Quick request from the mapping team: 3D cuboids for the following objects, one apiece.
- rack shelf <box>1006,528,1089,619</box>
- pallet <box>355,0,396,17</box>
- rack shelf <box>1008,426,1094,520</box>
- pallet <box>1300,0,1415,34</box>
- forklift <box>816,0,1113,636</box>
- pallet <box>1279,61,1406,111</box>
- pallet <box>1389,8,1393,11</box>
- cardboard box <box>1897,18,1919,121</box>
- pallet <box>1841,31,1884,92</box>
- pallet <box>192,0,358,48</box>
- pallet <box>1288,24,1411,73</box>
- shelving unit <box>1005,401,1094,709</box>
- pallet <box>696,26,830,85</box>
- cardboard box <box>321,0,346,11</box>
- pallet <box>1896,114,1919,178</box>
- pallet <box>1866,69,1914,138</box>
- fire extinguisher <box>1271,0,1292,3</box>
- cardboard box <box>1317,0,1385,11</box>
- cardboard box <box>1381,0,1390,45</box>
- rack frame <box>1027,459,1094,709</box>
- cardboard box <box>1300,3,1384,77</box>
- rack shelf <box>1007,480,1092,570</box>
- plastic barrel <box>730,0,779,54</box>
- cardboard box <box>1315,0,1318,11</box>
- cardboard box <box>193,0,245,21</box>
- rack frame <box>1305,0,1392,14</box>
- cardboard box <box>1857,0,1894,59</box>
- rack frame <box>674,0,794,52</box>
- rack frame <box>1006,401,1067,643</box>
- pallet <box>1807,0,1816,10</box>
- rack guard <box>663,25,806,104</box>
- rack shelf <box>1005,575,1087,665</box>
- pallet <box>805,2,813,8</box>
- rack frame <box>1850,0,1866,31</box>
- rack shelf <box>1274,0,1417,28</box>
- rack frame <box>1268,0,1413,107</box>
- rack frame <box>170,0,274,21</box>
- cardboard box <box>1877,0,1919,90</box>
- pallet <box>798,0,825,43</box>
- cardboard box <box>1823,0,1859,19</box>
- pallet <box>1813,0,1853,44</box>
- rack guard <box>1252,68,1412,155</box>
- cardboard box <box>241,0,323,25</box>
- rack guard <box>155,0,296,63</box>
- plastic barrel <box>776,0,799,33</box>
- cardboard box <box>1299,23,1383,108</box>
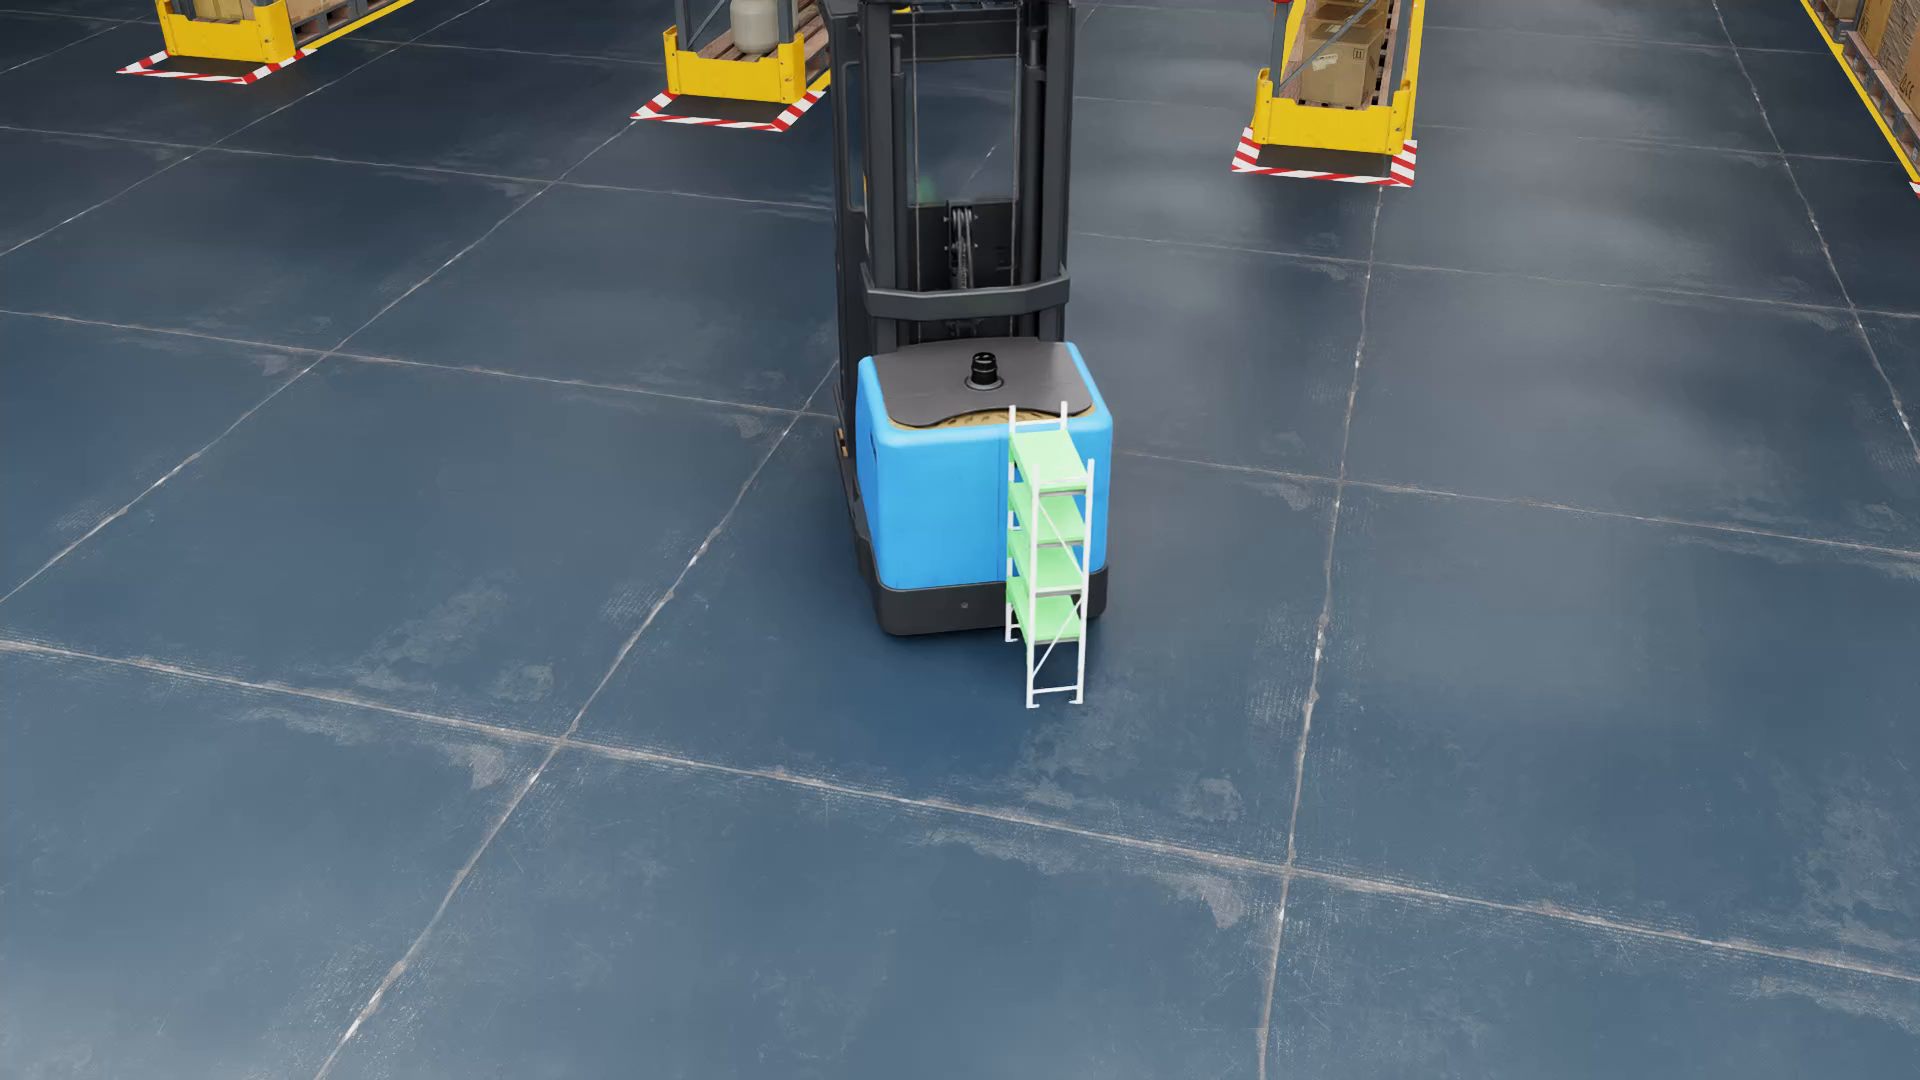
[{"bbox_3d":[0.366,0.127,7.051,0.258,0.148,0.480,-5,33,-8],"label":"rack shelf"},{"bbox_3d":[-6.213,-5.601,16.863,1.003,0.211,1.213,8,33,12],"label":"pallet"},{"bbox_3d":[0.366,-0.278,6.794,0.258,0.148,0.480,-5,33,-8],"label":"rack shelf"},{"bbox_3d":[3.782,-4.939,15.822,1.003,0.211,1.213,8,33,12],"label":"pallet"},{"bbox_3d":[-0.075,-1.587,8.014,1.130,2.935,3.031,-5,33,-8],"label":"forklift"},{"bbox_3d":[3.163,-3.672,13.830,1.003,0.211,1.213,8,33,12],"label":"pallet"},{"bbox_3d":[4.114,-5.696,17.013,1.003,0.211,1.213,8,33,12],"label":"pallet"},{"bbox_3d":[8.005,-3.764,12.963,0.875,0.875,0.875,8,33,12],"label":"cardboard box"},{"bbox_3d":[8.422,-4.180,14.629,1.003,0.211,1.213,8,33,12],"label":"pallet"},{"bbox_3d":[-6.524,-4.969,15.870,1.003,0.211,1.213,8,33,12],"label":"pallet"},{"bbox_3d":[3.474,-4.304,14.823,1.003,0.211,1.213,8,33,12],"label":"pallet"},{"bbox_3d":[0.366,0.073,7.017,0.258,1.200,0.503,-5,33,-8],"label":"shelving unit"},{"bbox_3d":[-1.703,-4.357,14.907,1.003,0.211,1.213,8,33,12],"label":"pallet"},{"bbox_3d":[-6.203,-5.268,15.913,0.500,0.250,0.500,8,33,12],"label":"cardboard box"},{"bbox_3d":[7.802,-2.914,12.637,1.003,0.211,1.213,8,33,12],"label":"pallet"},{"bbox_3d":[8.114,-3.545,13.630,1.003,0.211,1.213,8,33,12],"label":"pallet"},{"bbox_3d":[2.428,-4.364,12.390,0.296,0.674,0.183,8,33,12],"label":"fire extinguisher"},{"bbox_3d":[3.374,-4.474,14.431,0.500,0.500,0.500,11,34,17],"label":"cardboard box"},{"bbox_3d":[3.558,-4.758,14.877,0.500,0.500,0.500,5,33,8],"label":"cardboard box"},{"bbox_3d":[0.405,0.202,6.814,0.240,1.200,0.015,-5,33,-8],"label":"rack frame"},{"bbox_3d":[3.196,-4.152,13.924,0.500,0.500,0.500,17,36,25],"label":"cardboard box"},{"bbox_3d":[0.366,-0.076,6.922,0.258,0.148,0.480,-5,33,-8],"label":"rack shelf"},{"bbox_3d":[-1.795,-4.547,14.533,0.421,0.512,0.421,0,32,0],"label":"plastic barrel"},{"bbox_3d":[3.640,-5.091,15.400,0.500,0.500,0.500,19,37,27],"label":"cardboard box"},{"bbox_3d":[-6.828,-5.079,15.615,0.500,0.250,0.500,8,33,12],"label":"cardboard box"},{"bbox_3d":[3.918,-6.469,15.629,1.000,3.000,0.127,8,33,12],"label":"rack frame"},{"bbox_3d":[8.463,-4.705,14.444,0.875,0.875,0.875,9,33,13],"label":"cardboard box"},{"bbox_3d":[-1.888,-5.067,13.425,1.000,3.000,0.127,8,33,12],"label":"rack frame"},{"bbox_3d":[0.326,-0.056,7.220,0.240,1.200,0.015,-5,33,-8],"label":"rack frame"},{"bbox_3d":[9.121,-5.610,16.878,1.003,0.211,1.213,8,33,12],"label":"pallet"},{"bbox_3d":[-1.914,-4.058,14.168,1.175,0.500,0.348,8,33,12],"label":"rack guard"},{"bbox_3d":[0.366,0.329,7.180,0.258,0.148,0.480,-5,33,-8],"label":"rack shelf"},{"bbox_3d":[-1.083,-5.623,16.899,1.003,0.211,1.213,8,33,12],"label":"pallet"},{"bbox_3d":[8.690,-5.741,14.485,1.000,3.000,0.127,8,33,12],"label":"rack frame"},{"bbox_3d":[3.411,-5.127,14.190,1.077,0.370,4.000,8,33,12],"label":"rack shelf"},{"bbox_3d":[2.903,-4.393,12.364,1.000,3.000,0.127,8,33,12],"label":"rack frame"},{"bbox_3d":[-6.678,-5.744,14.489,1.000,3.000,0.127,8,33,12],"label":"rack frame"},{"bbox_3d":[8.238,-4.236,13.707,0.875,0.875,0.875,8,33,13],"label":"cardboard box"},{"bbox_3d":[-1.391,-4.988,15.900,1.003,0.211,1.213,8,33,12],"label":"pallet"},{"bbox_3d":[8.761,-5.303,15.502,1.050,0.750,0.750,8,33,12],"label":"cardboard box"},{"bbox_3d":[8.813,-4.975,15.879,1.003,0.211,1.213,8,33,12],"label":"pallet"},{"bbox_3d":[2.922,-3.378,13.097,1.175,0.500,0.348,8,33,12],"label":"rack guard"},{"bbox_3d":[-6.327,-5.009,15.504,0.500,0.250,0.500,8,33,12],"label":"cardboard box"},{"bbox_3d":[-6.684,-4.676,15.140,1.175,0.500,0.348,8,33,12],"label":"rack guard"},{"bbox_3d":[-1.667,-4.807,14.943,0.421,0.512,0.421,0,32,0],"label":"plastic barrel"},{"bbox_3d":[3.078,-3.837,13.428,0.500,0.500,0.500,14,35,21],"label":"cardboard box"}]
